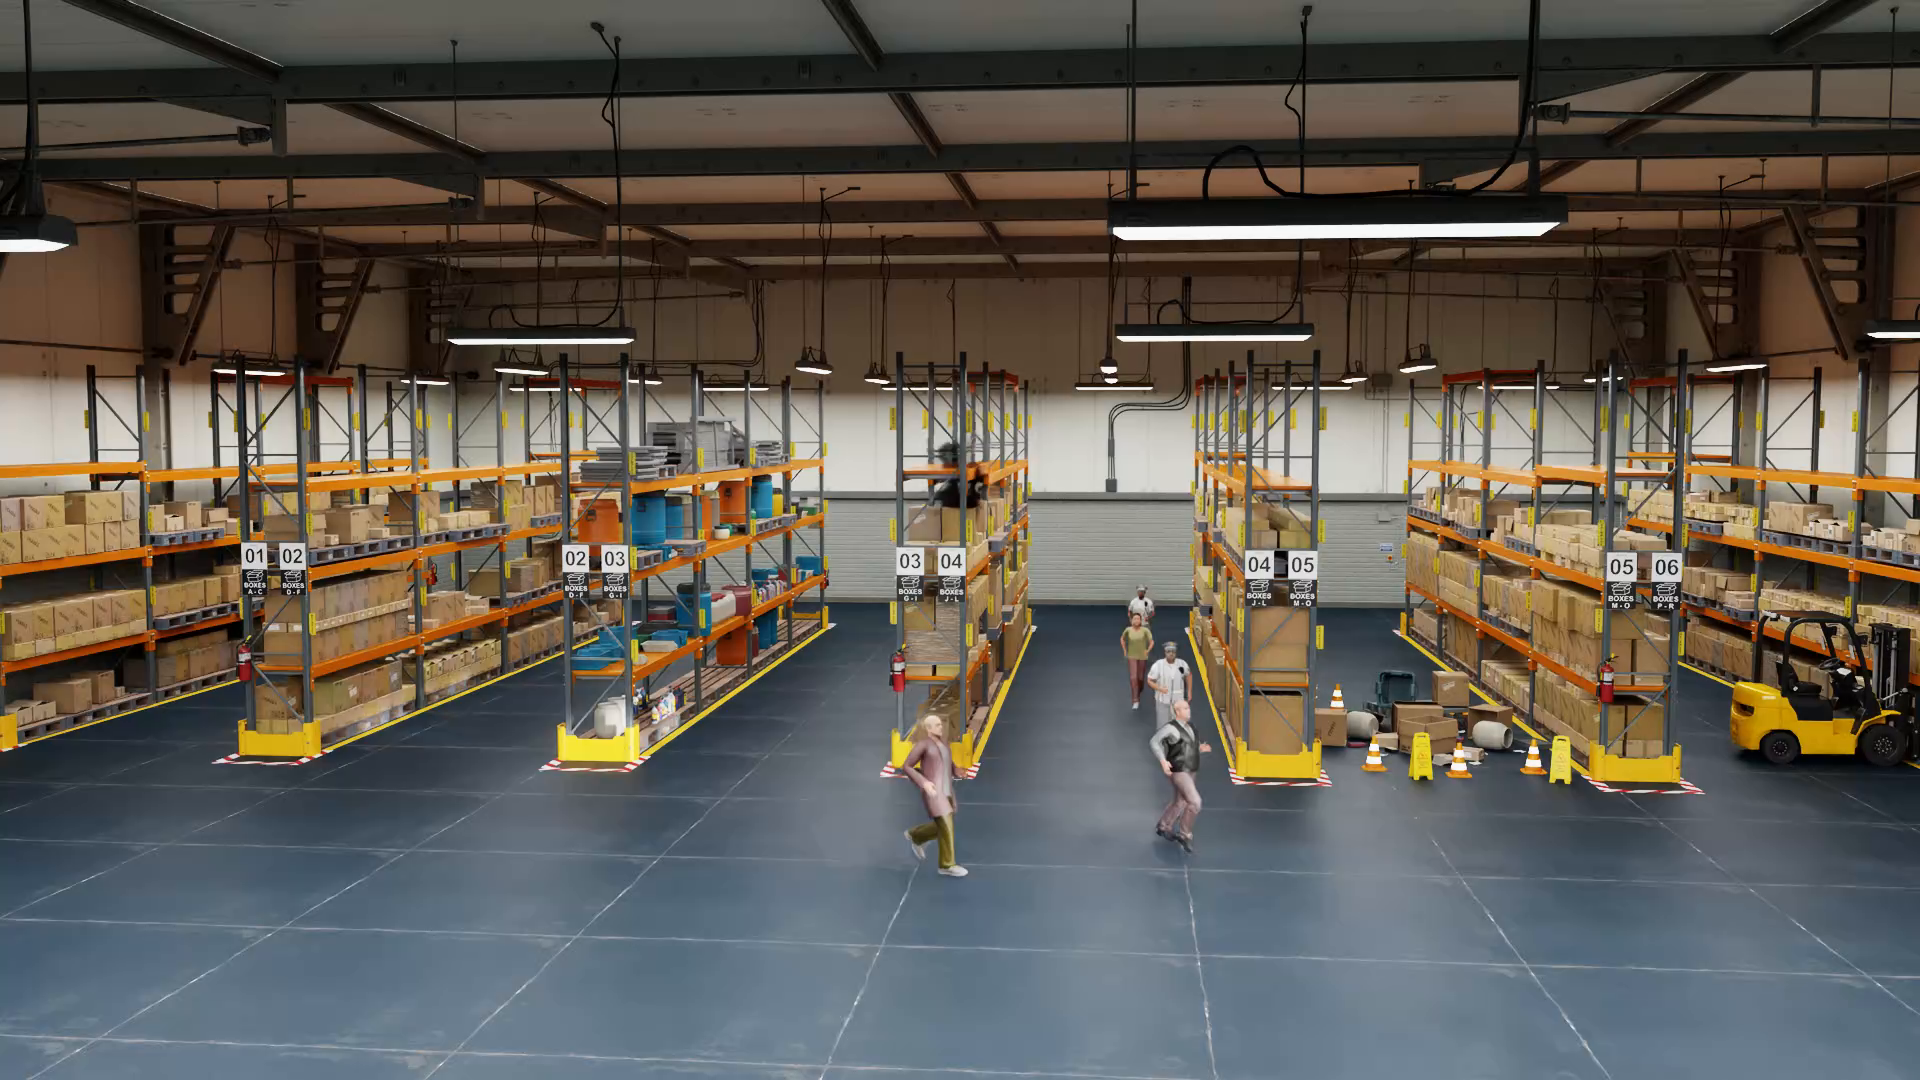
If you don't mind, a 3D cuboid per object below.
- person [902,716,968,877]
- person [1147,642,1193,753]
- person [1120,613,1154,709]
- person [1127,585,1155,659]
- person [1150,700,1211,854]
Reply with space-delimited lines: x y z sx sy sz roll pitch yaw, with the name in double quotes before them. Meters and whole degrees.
"person" -0.290 2.818 18.450 0.917 1.745 0.720 3 5 34
"person" 3.094 2.378 24.507 0.686 1.806 0.867 0 4 0
"person" 3.127 2.100 29.354 0.591 1.667 0.850 0 4 5
"person" 3.712 1.739 34.267 0.564 1.655 0.700 1 4 10
"person" 2.602 2.763 19.491 0.752 1.780 0.624 3 5 36
